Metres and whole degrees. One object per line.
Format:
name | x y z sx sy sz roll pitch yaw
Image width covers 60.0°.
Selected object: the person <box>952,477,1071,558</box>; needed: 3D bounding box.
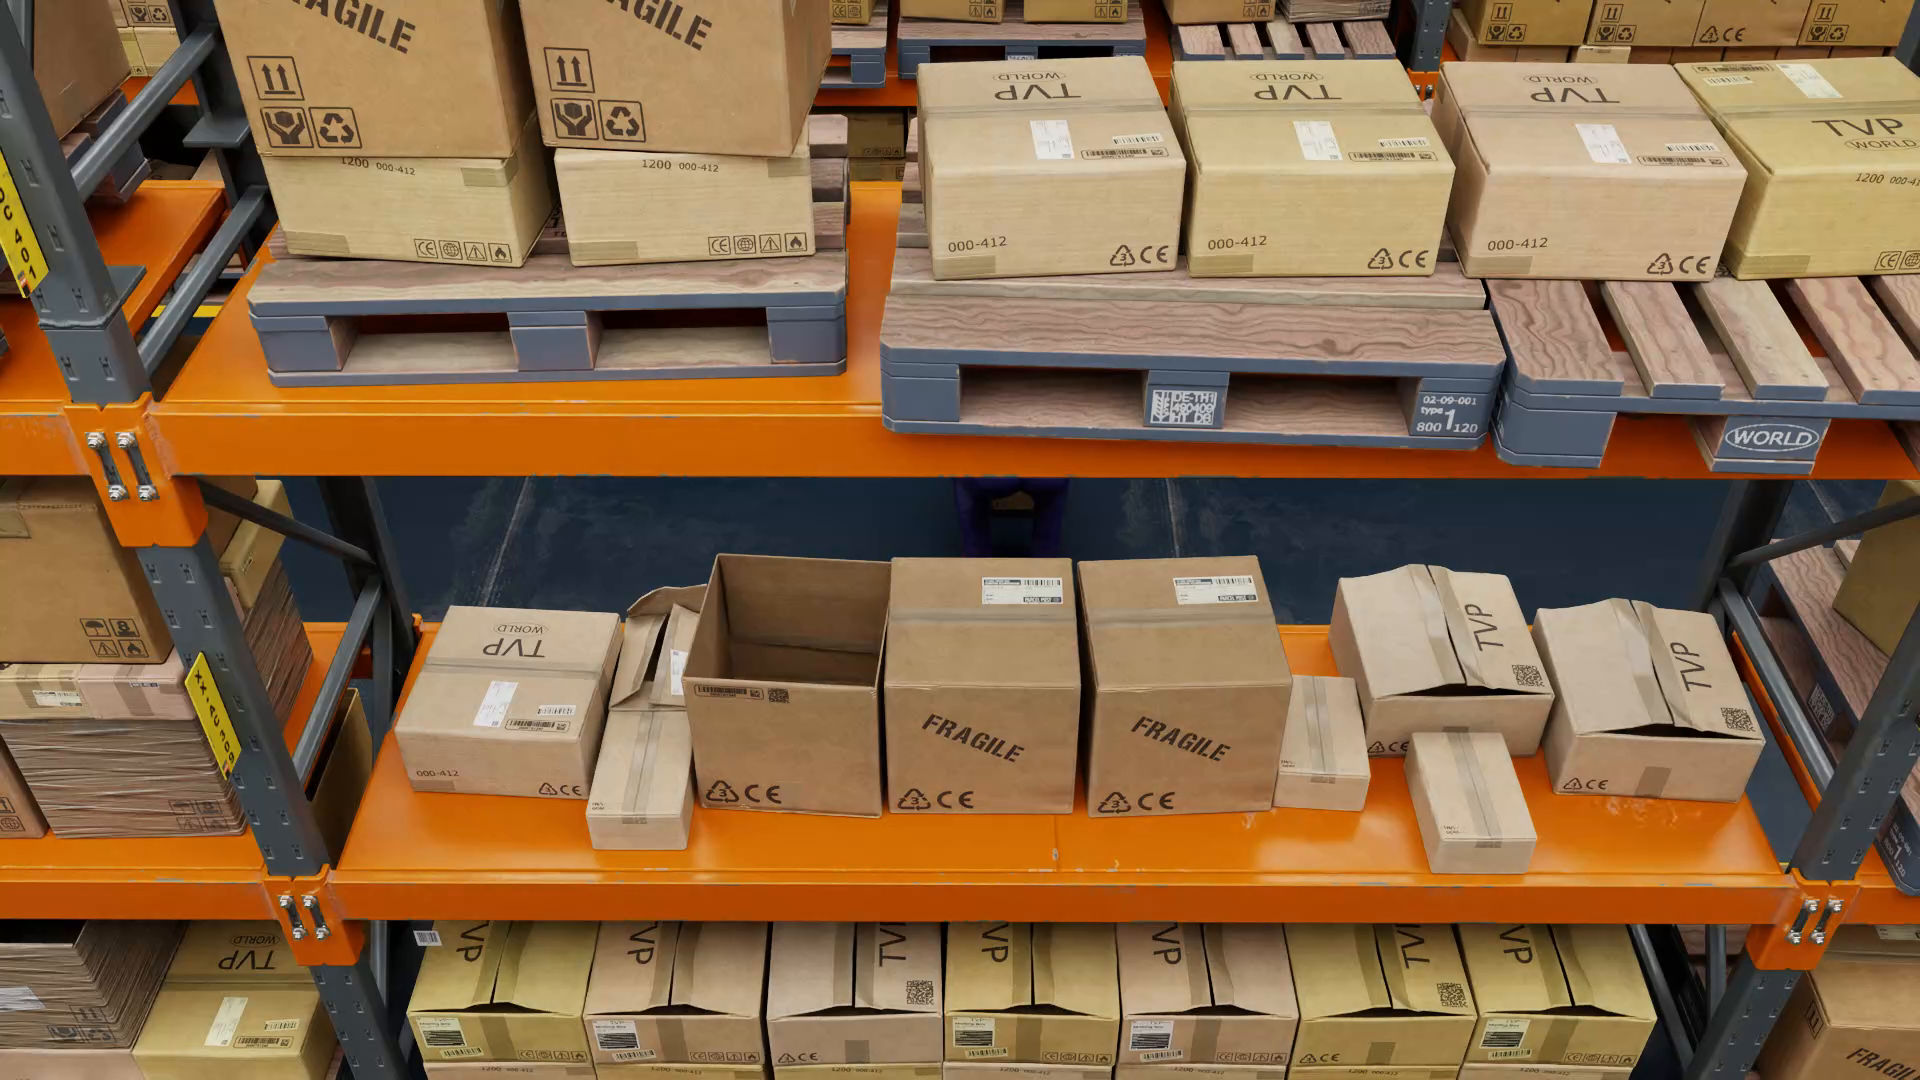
person | 0.219 -0.309 7.148 0.517 0.868 0.898 -2 40 -2
